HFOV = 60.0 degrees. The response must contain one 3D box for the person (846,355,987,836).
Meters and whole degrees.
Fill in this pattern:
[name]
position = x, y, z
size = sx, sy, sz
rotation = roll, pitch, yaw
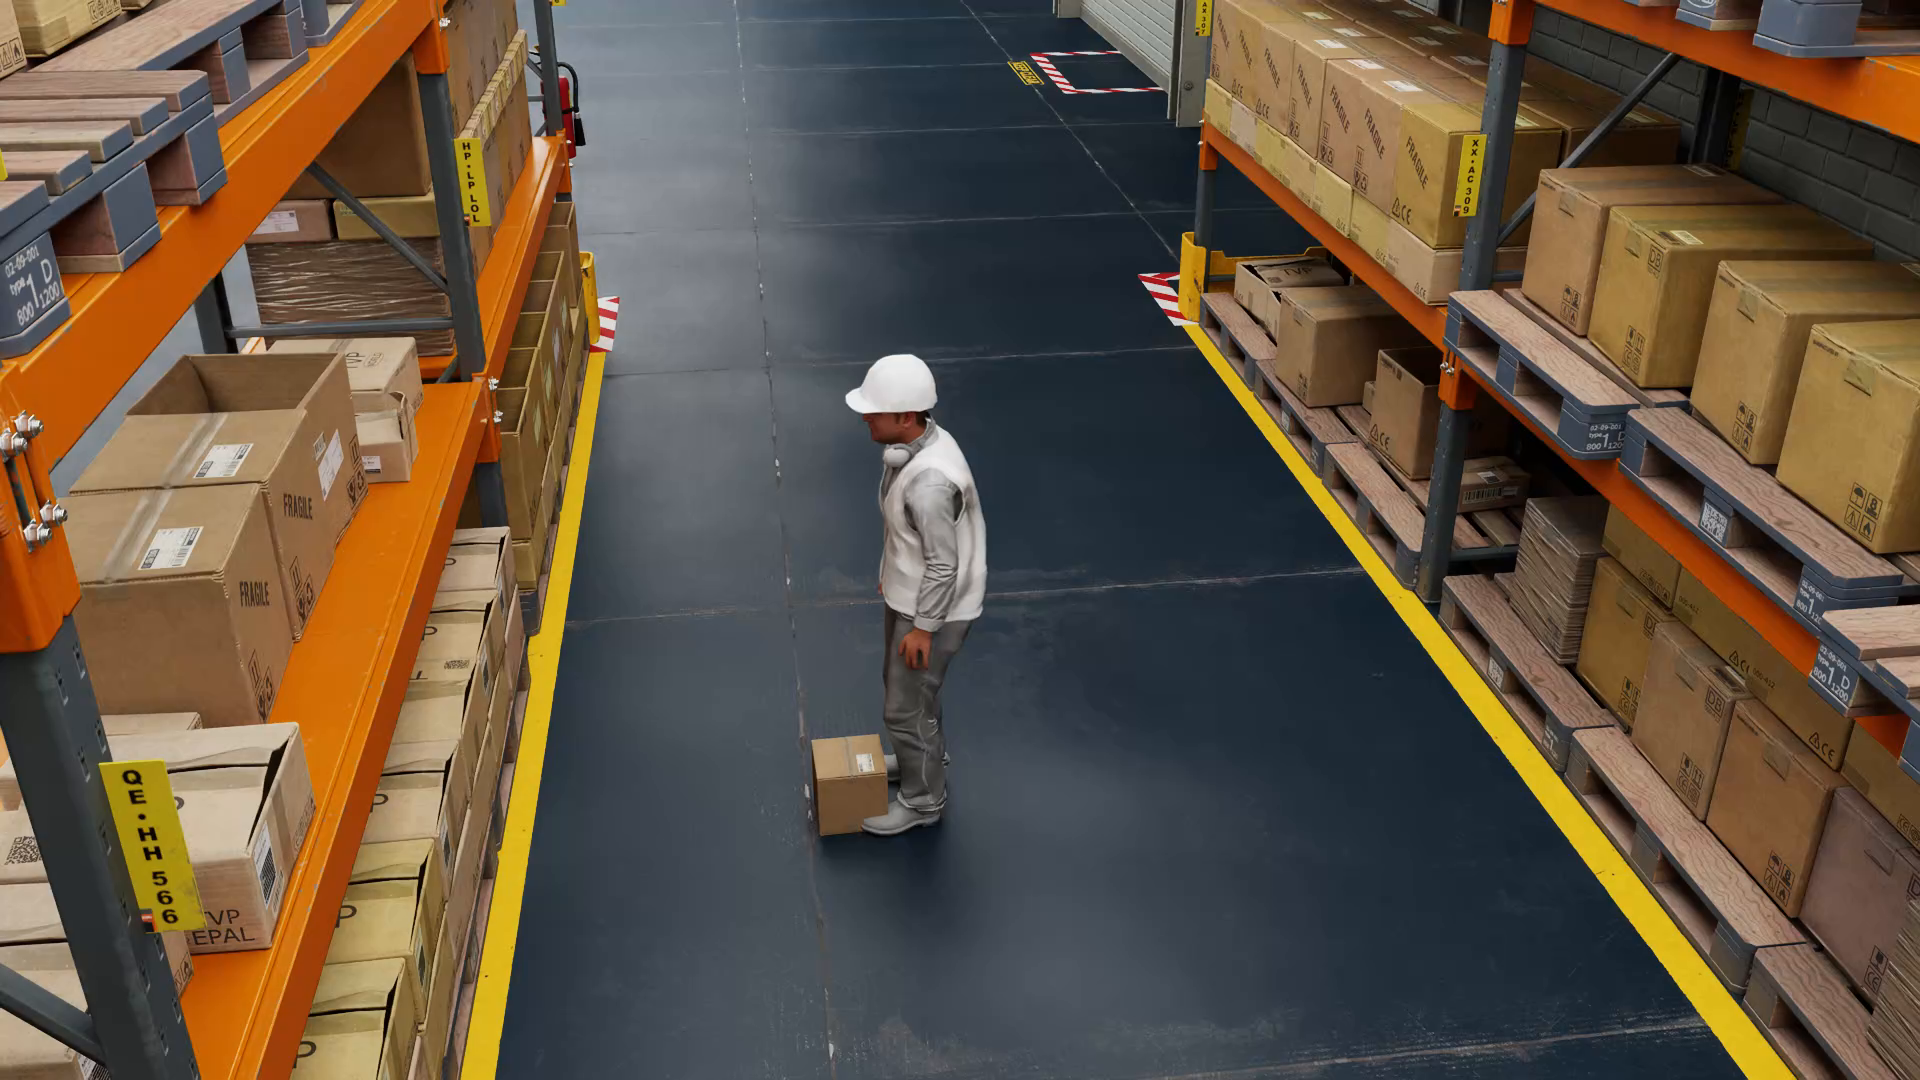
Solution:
[person]
position = -0.148, 0.192, 5.709
size = 0.466, 1.773, 0.592
rotation = -5, 27, -9
